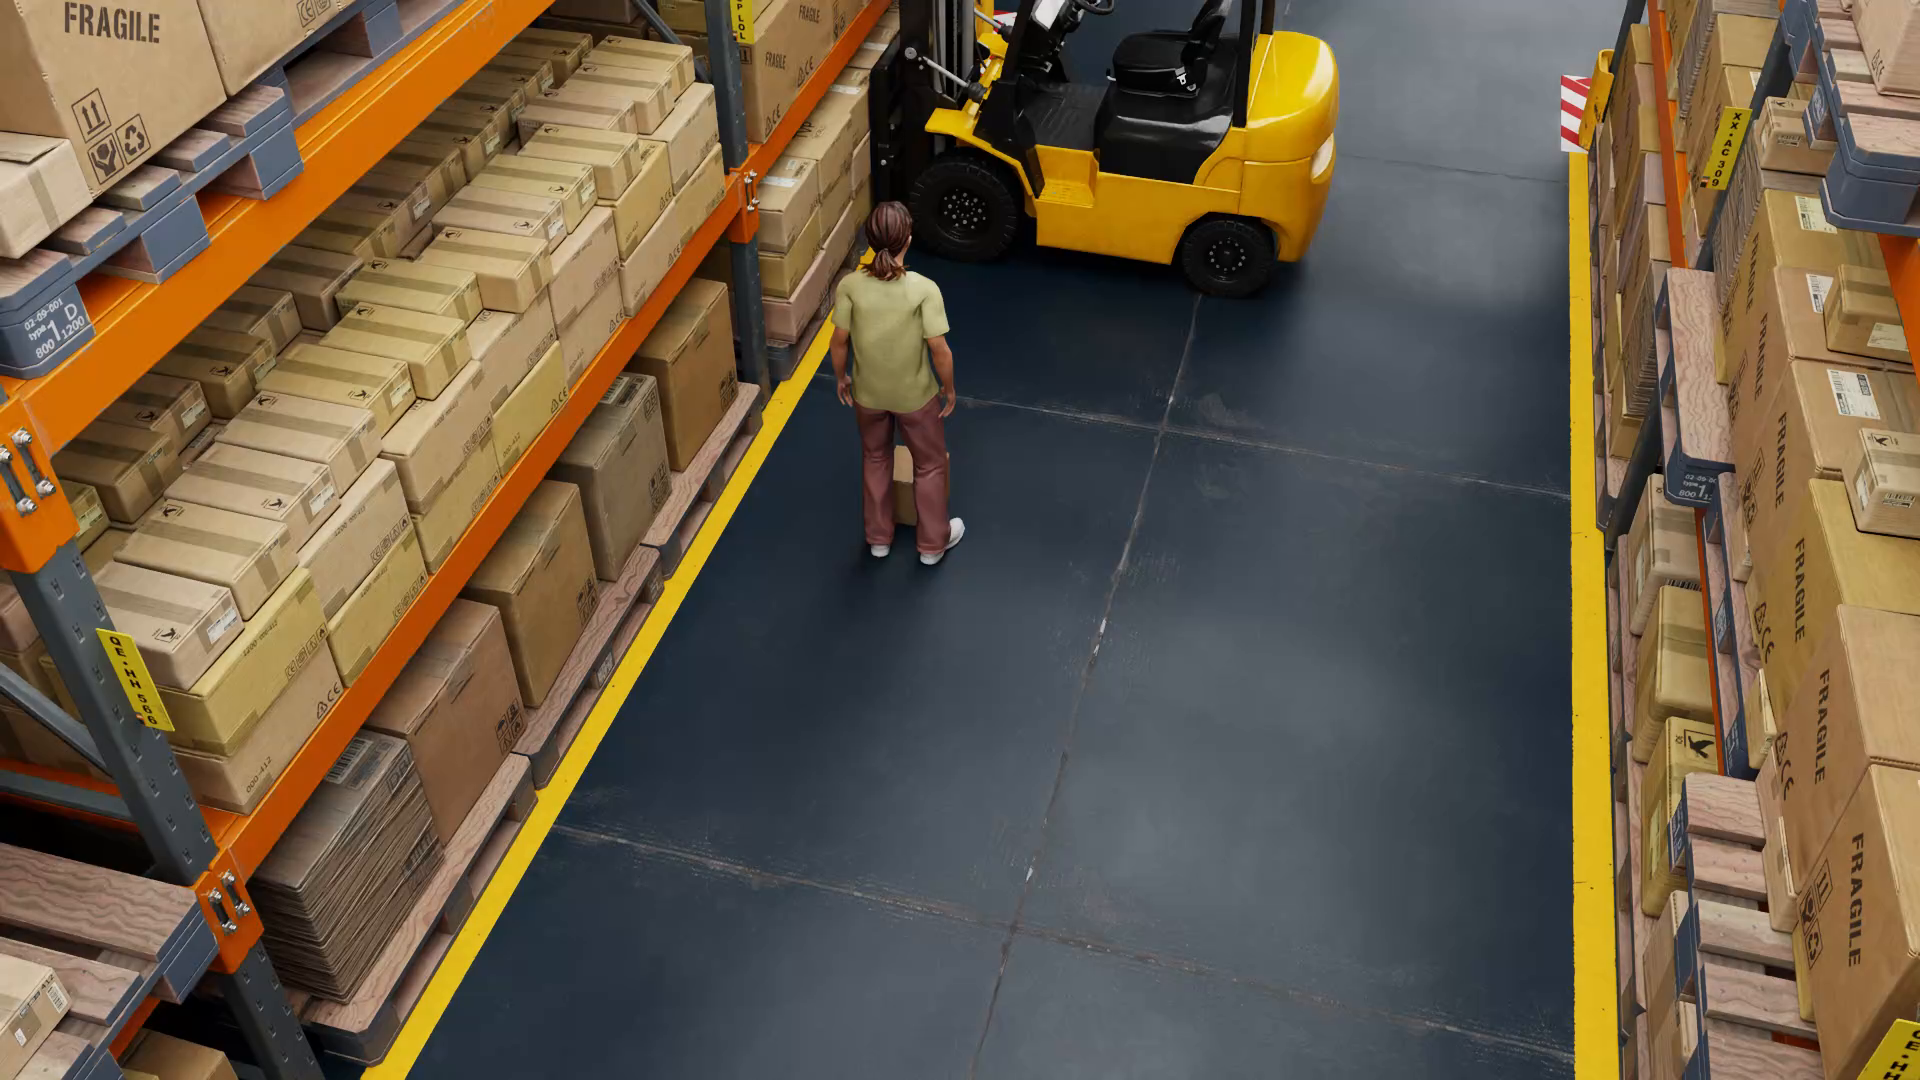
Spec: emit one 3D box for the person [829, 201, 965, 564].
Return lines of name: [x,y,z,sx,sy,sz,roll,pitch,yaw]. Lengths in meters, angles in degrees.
person: [-0.260,-0.619,6.867,0.520,1.673,0.357,8,42,9]
